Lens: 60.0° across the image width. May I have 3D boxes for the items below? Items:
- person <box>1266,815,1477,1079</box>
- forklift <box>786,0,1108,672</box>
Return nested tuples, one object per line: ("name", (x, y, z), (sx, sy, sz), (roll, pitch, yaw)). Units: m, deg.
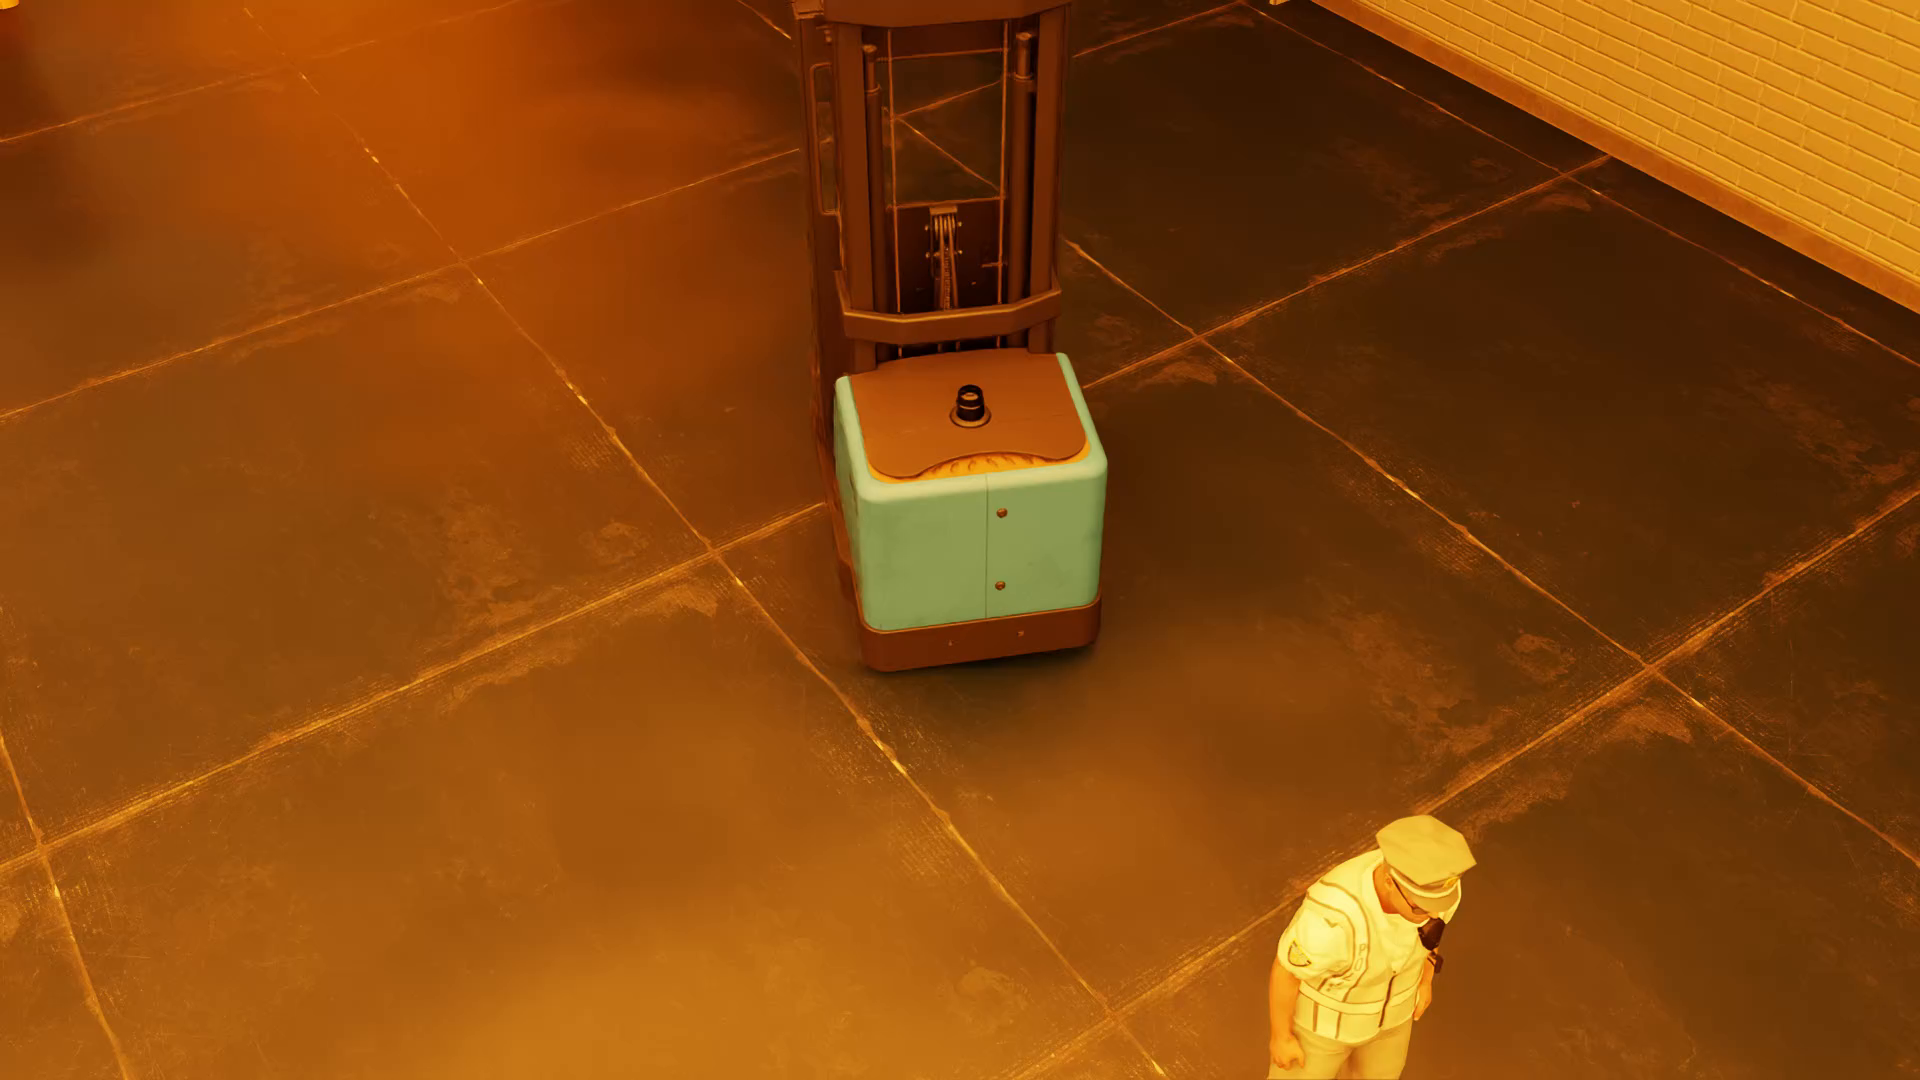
("person", (1.186, 1.404, 5.065), (0.588, 1.746, 0.441), (-15, 45, -16))
("forklift", (-0.156, -1.518, 7.363), (1.130, 2.935, 3.031), (-7, 43, -7))
